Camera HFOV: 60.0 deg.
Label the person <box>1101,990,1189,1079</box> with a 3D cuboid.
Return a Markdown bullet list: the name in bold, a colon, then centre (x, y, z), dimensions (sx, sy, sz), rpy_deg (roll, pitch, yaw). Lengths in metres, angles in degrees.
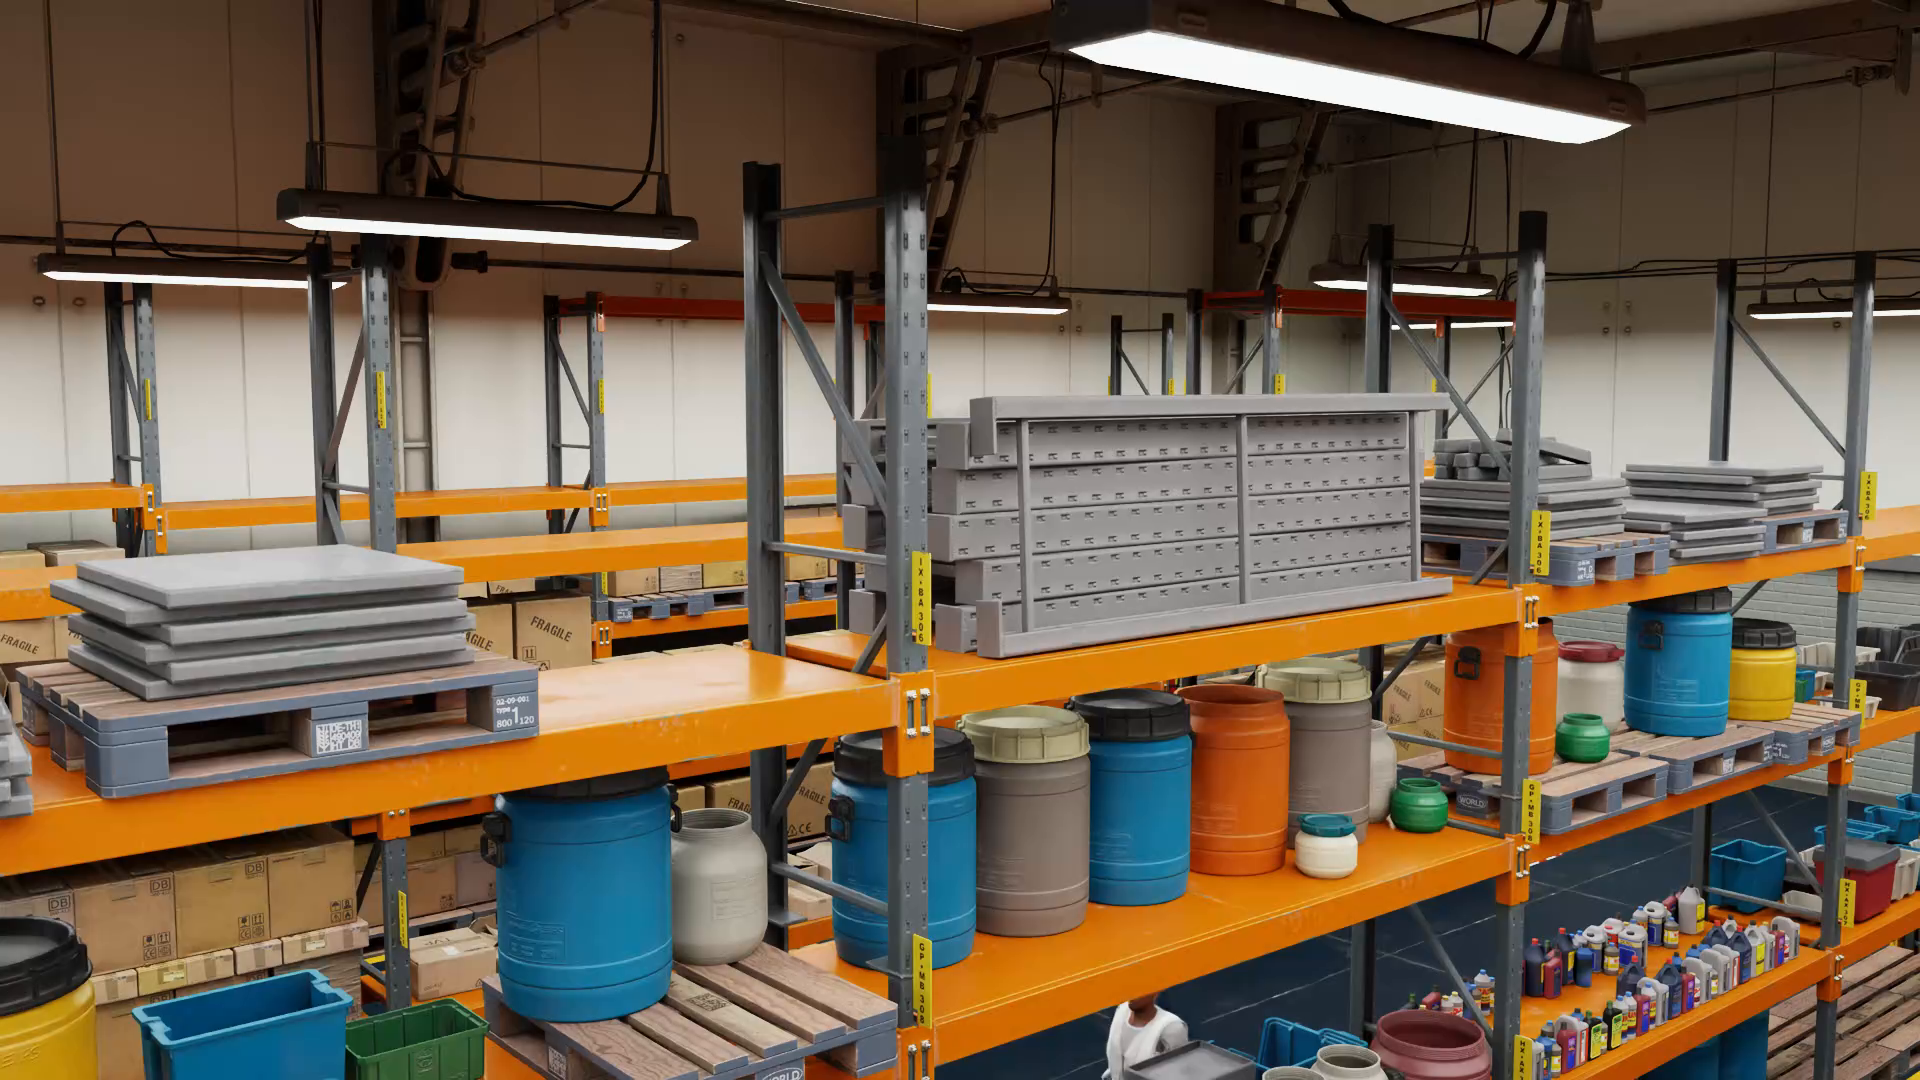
- **person**: centre (1.083, 3.335, 9.729), dimensions (0.861, 1.790, 0.678), rpy_deg (-5, 7, -40)
